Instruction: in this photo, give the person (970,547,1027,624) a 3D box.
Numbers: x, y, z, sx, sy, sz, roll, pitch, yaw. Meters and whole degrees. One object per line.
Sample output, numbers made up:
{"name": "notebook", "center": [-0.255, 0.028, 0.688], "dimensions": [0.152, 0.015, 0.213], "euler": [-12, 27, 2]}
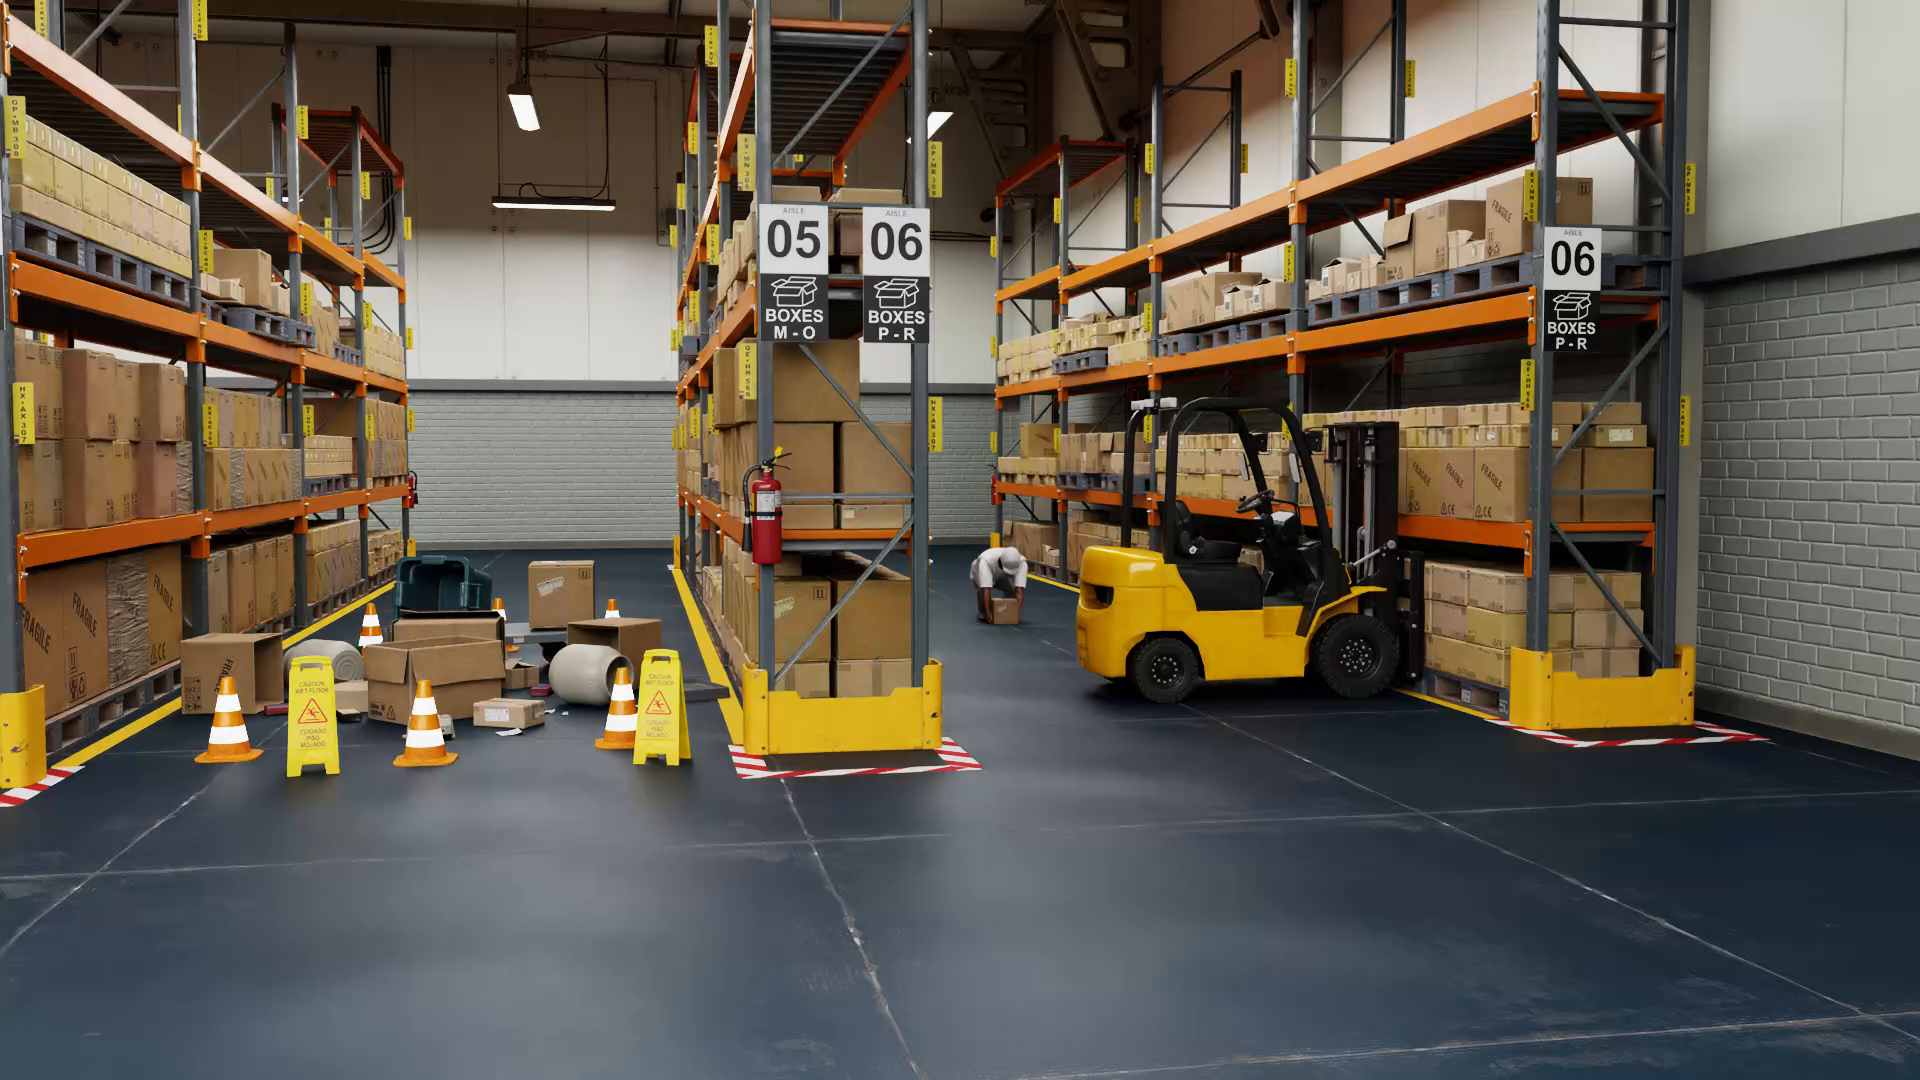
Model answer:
{"name": "person", "center": [0.425, 0.476, 17.530], "dimensions": [0.531, 0.851, 0.947], "euler": [-1, 3, -13]}
